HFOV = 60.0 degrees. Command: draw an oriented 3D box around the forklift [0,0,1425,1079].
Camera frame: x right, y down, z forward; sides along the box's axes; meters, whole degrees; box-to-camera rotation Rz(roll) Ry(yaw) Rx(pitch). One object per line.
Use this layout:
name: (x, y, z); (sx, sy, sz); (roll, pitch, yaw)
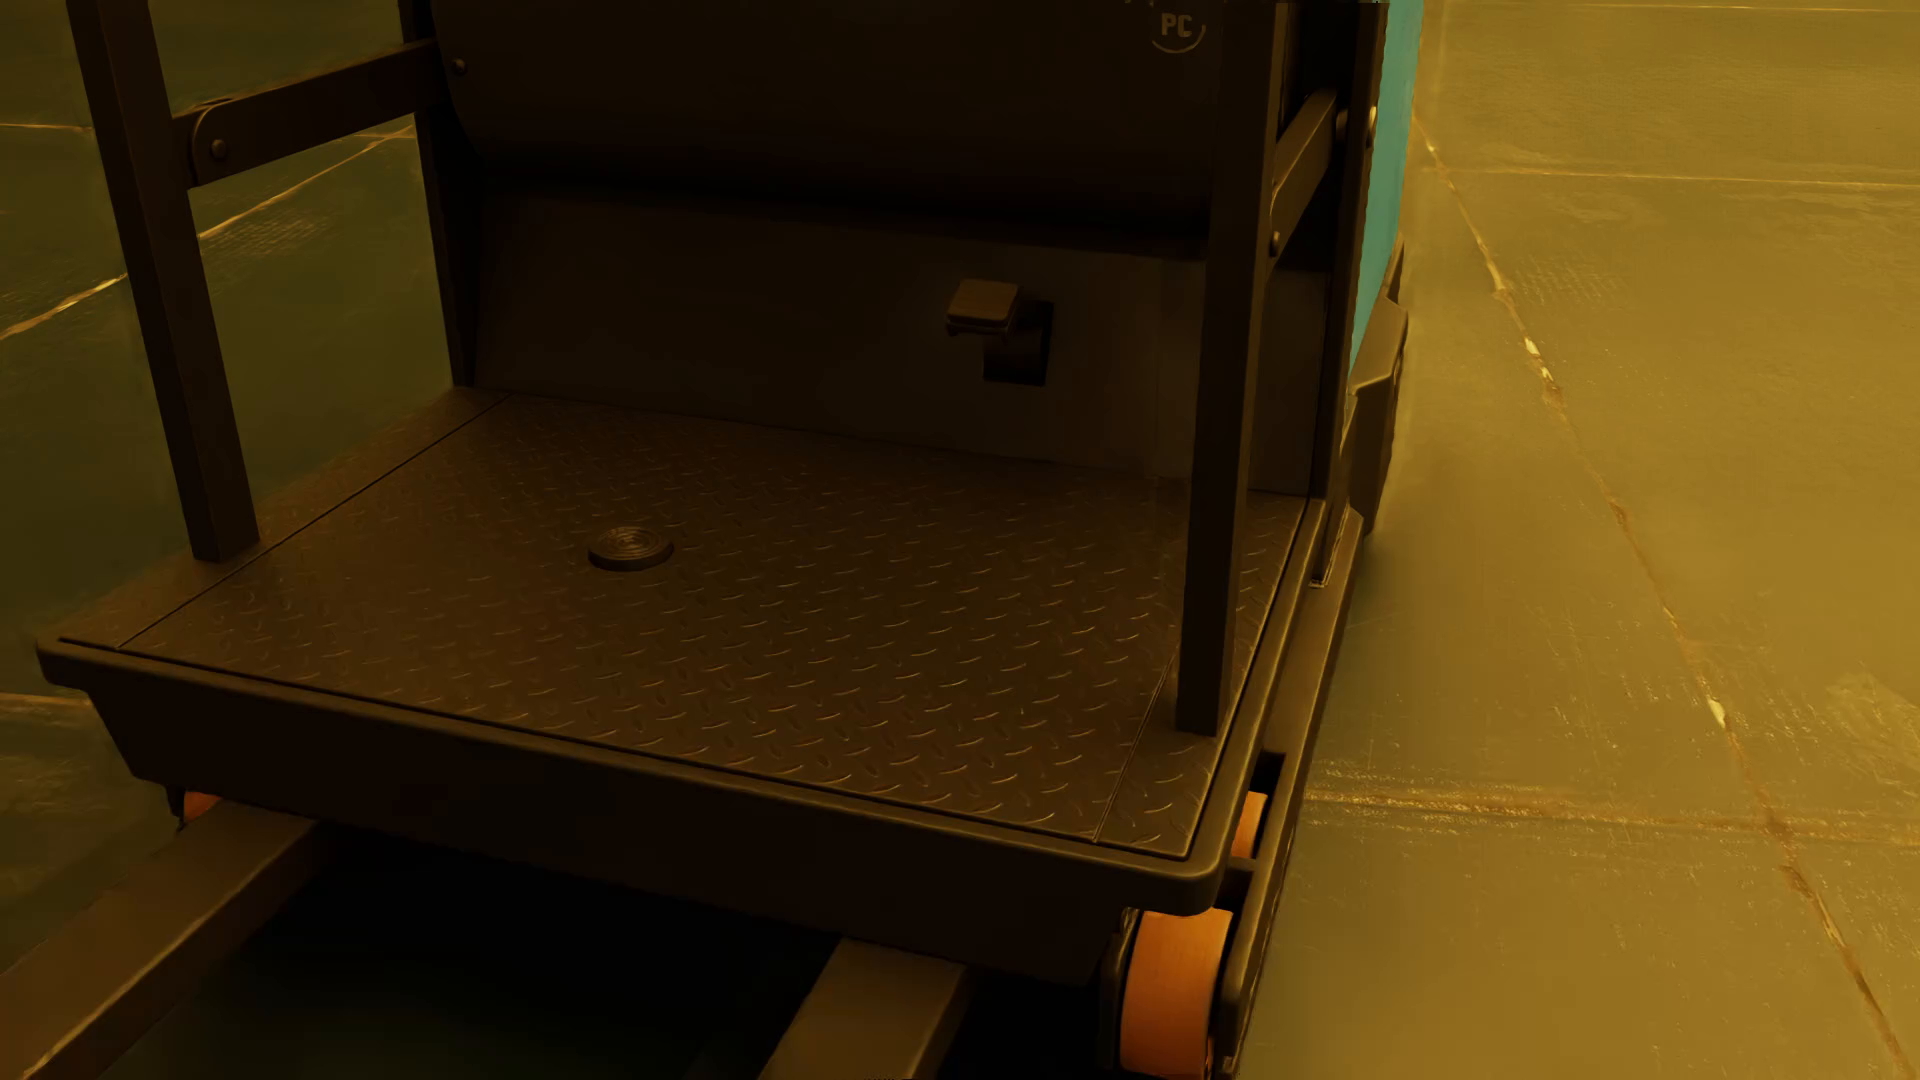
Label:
forklift: (-0.185, -1.021, 1.264); (1.130, 2.935, 3.031); (8, 28, 16)
